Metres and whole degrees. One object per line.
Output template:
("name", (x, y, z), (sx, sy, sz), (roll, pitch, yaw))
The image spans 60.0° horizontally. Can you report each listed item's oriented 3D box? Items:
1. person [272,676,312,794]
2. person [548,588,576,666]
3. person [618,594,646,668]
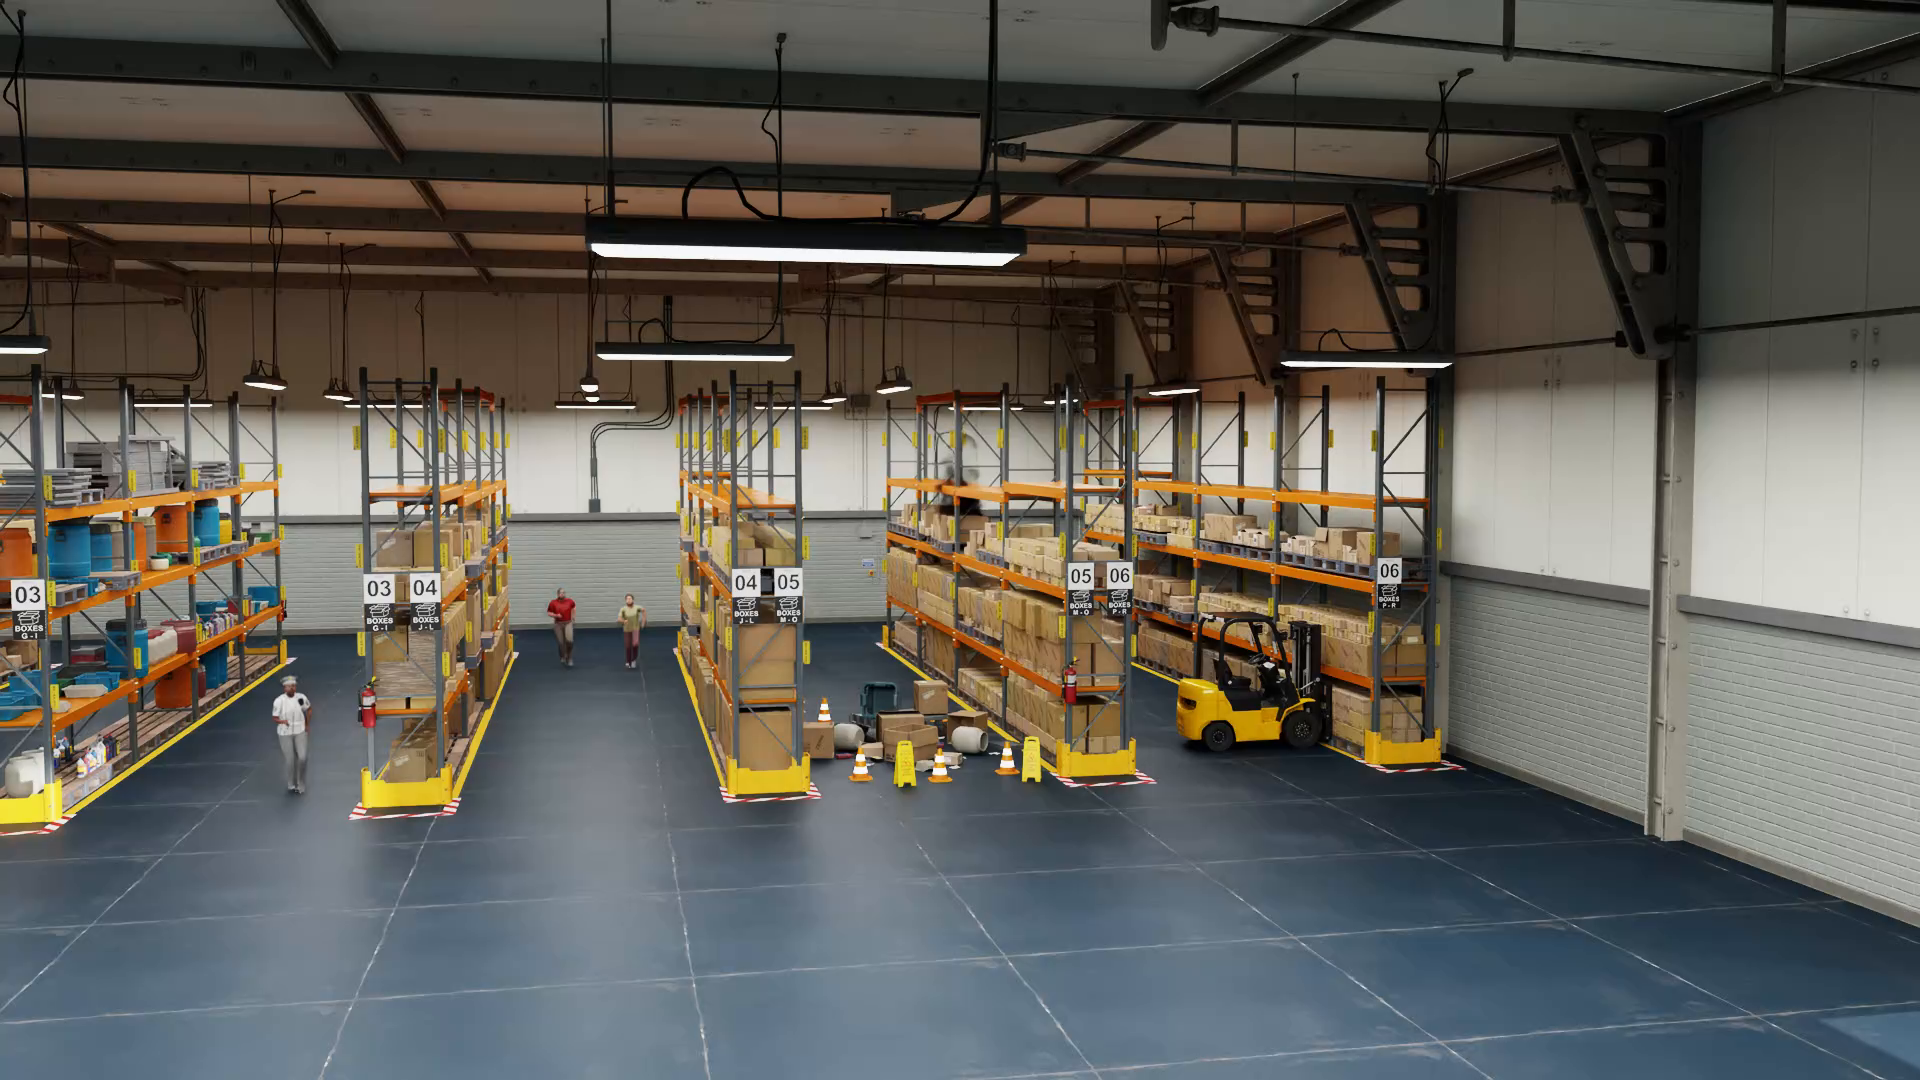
("person", (-9.451, 2.765, 23.583), (0.548, 1.698, 0.681), (-2, 4, -27))
("person", (-8.872, 1.958, 37.095), (0.635, 1.784, 0.748), (-1, 4, -16))
("person", (-7.190, 1.991, 36.473), (0.592, 1.613, 0.801), (-1, 3, -8))
